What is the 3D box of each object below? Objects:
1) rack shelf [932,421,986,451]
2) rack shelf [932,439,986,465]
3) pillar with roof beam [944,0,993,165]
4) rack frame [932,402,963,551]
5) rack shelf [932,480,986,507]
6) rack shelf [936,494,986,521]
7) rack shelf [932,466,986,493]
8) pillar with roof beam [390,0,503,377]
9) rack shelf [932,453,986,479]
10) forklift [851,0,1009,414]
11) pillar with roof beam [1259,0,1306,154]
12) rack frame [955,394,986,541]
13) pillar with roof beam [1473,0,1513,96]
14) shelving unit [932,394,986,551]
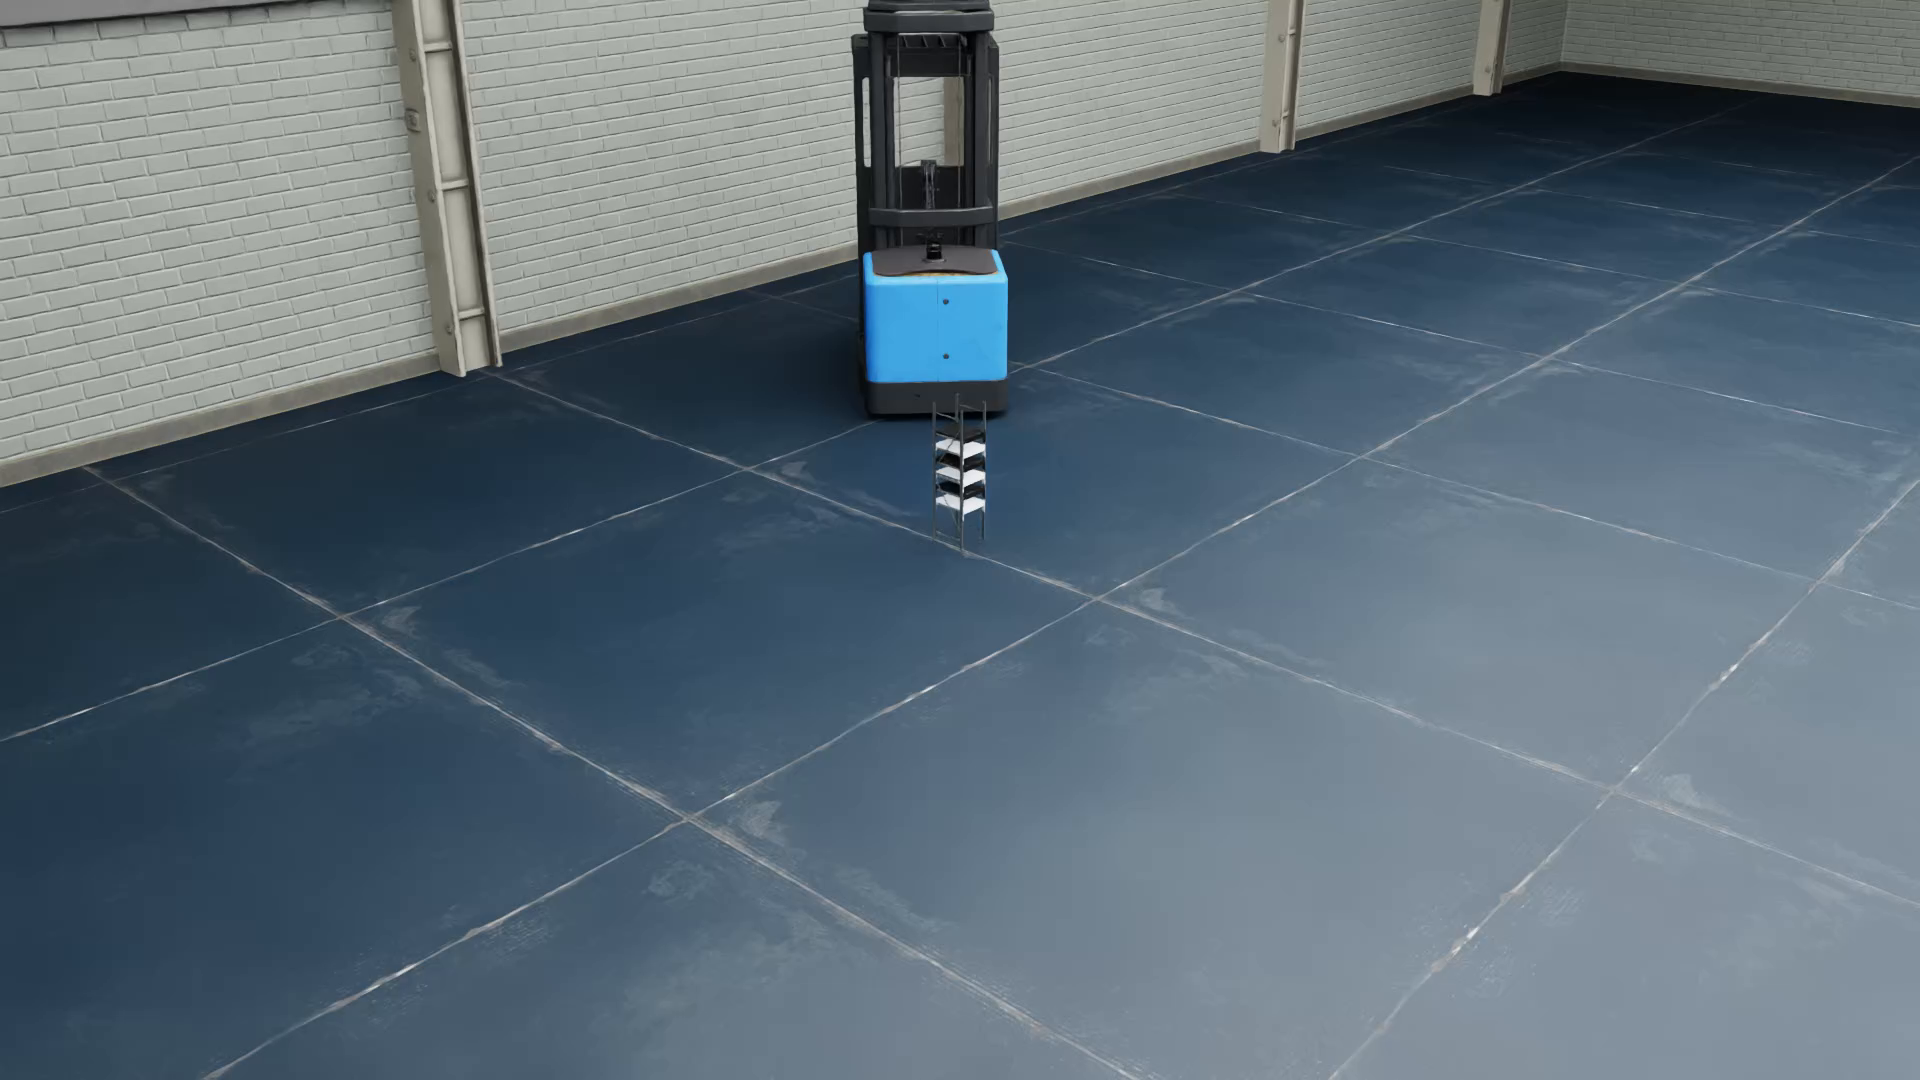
[{"bbox_3d":[-0.005,-0.624,9.964,0.258,0.077,0.200,20,31,38],"label":"rack shelf"},{"bbox_3d":[-0.005,-0.542,10.000,0.258,0.077,0.200,20,31,38],"label":"rack shelf"},{"bbox_3d":[3.287,-6.145,12.956,9.100,9.000,0.400,20,31,38],"label":"pillar with roof beam"},{"bbox_3d":[-0.073,-0.377,9.991,0.240,0.900,0.006,20,31,38],"label":"rack frame"},{"bbox_3d":[-0.005,-0.296,10.111,0.258,0.077,0.200,20,31,38],"label":"rack shelf"},{"bbox_3d":[-0.005,-0.213,10.148,0.258,0.077,0.200,20,31,38],"label":"rack shelf"},{"bbox_3d":[-0.005,-0.378,10.074,0.258,0.077,0.200,20,31,38],"label":"rack shelf"},{"bbox_3d":[-0.718,-4.317,8.879,9.100,9.000,0.400,20,31,38],"label":"pillar with roof beam"},{"bbox_3d":[-0.005,-0.460,10.037,0.258,0.077,0.200,20,31,38],"label":"rack shelf"},{"bbox_3d":[-0.270,-2.819,12.954,1.130,2.935,3.031,-2,24,-4],"label":"forklift"},{"bbox_3d":[7.291,-7.973,17.033,9.100,9.000,0.400,20,31,38],"label":"pillar with roof beam"},{"bbox_3d":[0.062,-0.439,10.129,0.240,0.900,0.006,20,31,38],"label":"rack frame"},{"bbox_3d":[11.296,-9.801,21.111,9.100,9.000,0.400,20,31,38],"label":"pillar with roof beam"},{"bbox_3d":[-0.005,-0.408,10.060,0.258,0.900,0.210,20,31,38],"label":"shelving unit"}]
